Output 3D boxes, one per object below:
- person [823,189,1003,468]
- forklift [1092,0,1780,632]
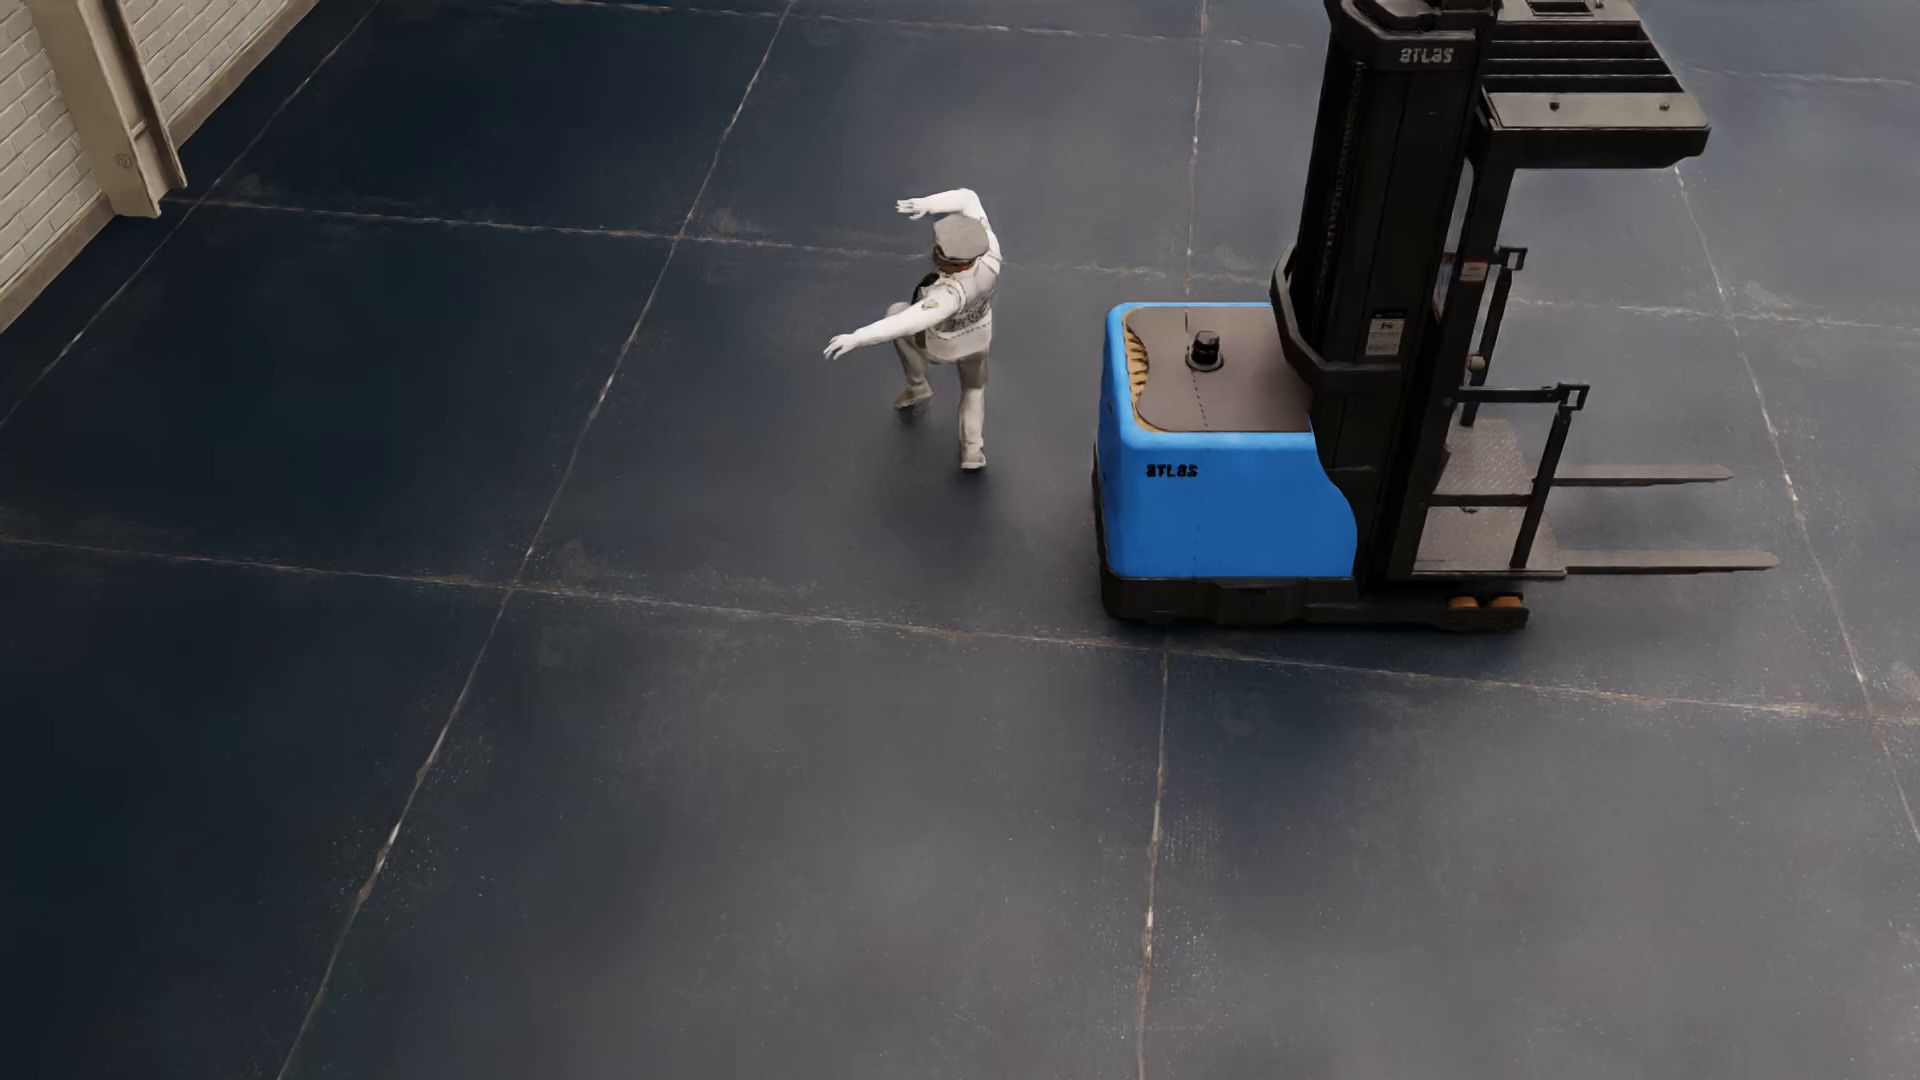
[{"bbox_3d":[-0.309,-0.963,7.914,0.975,1.429,0.848,-19,46,-19],"label":"person"},{"bbox_3d":[2.158,-1.033,6.849,3.031,2.935,1.130,0,43,0],"label":"forklift"}]
